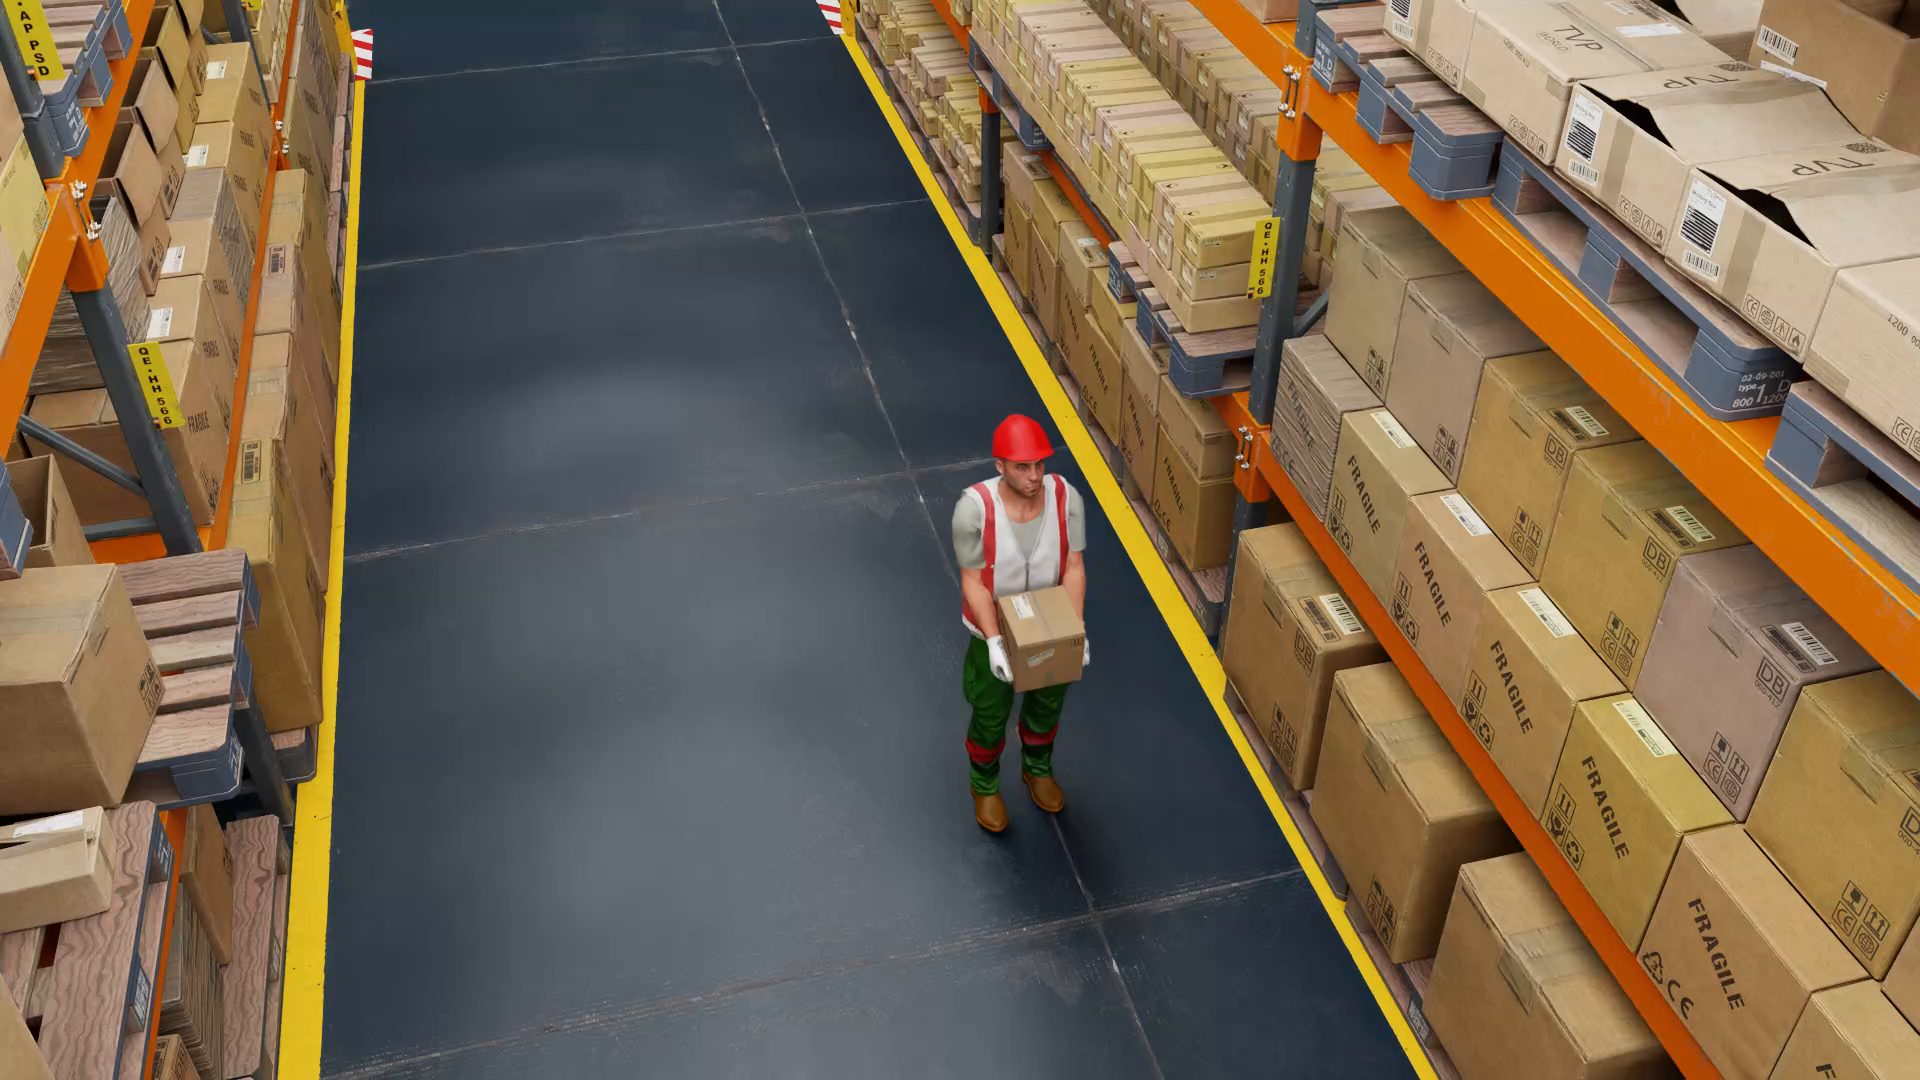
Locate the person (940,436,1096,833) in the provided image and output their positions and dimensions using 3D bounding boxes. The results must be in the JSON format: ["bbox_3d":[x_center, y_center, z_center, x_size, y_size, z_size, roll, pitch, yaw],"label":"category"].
[{"bbox_3d":[0.221,0.341,6.264,0.623,1.780,0.451,-11,39,-14],"label":"person"}]
